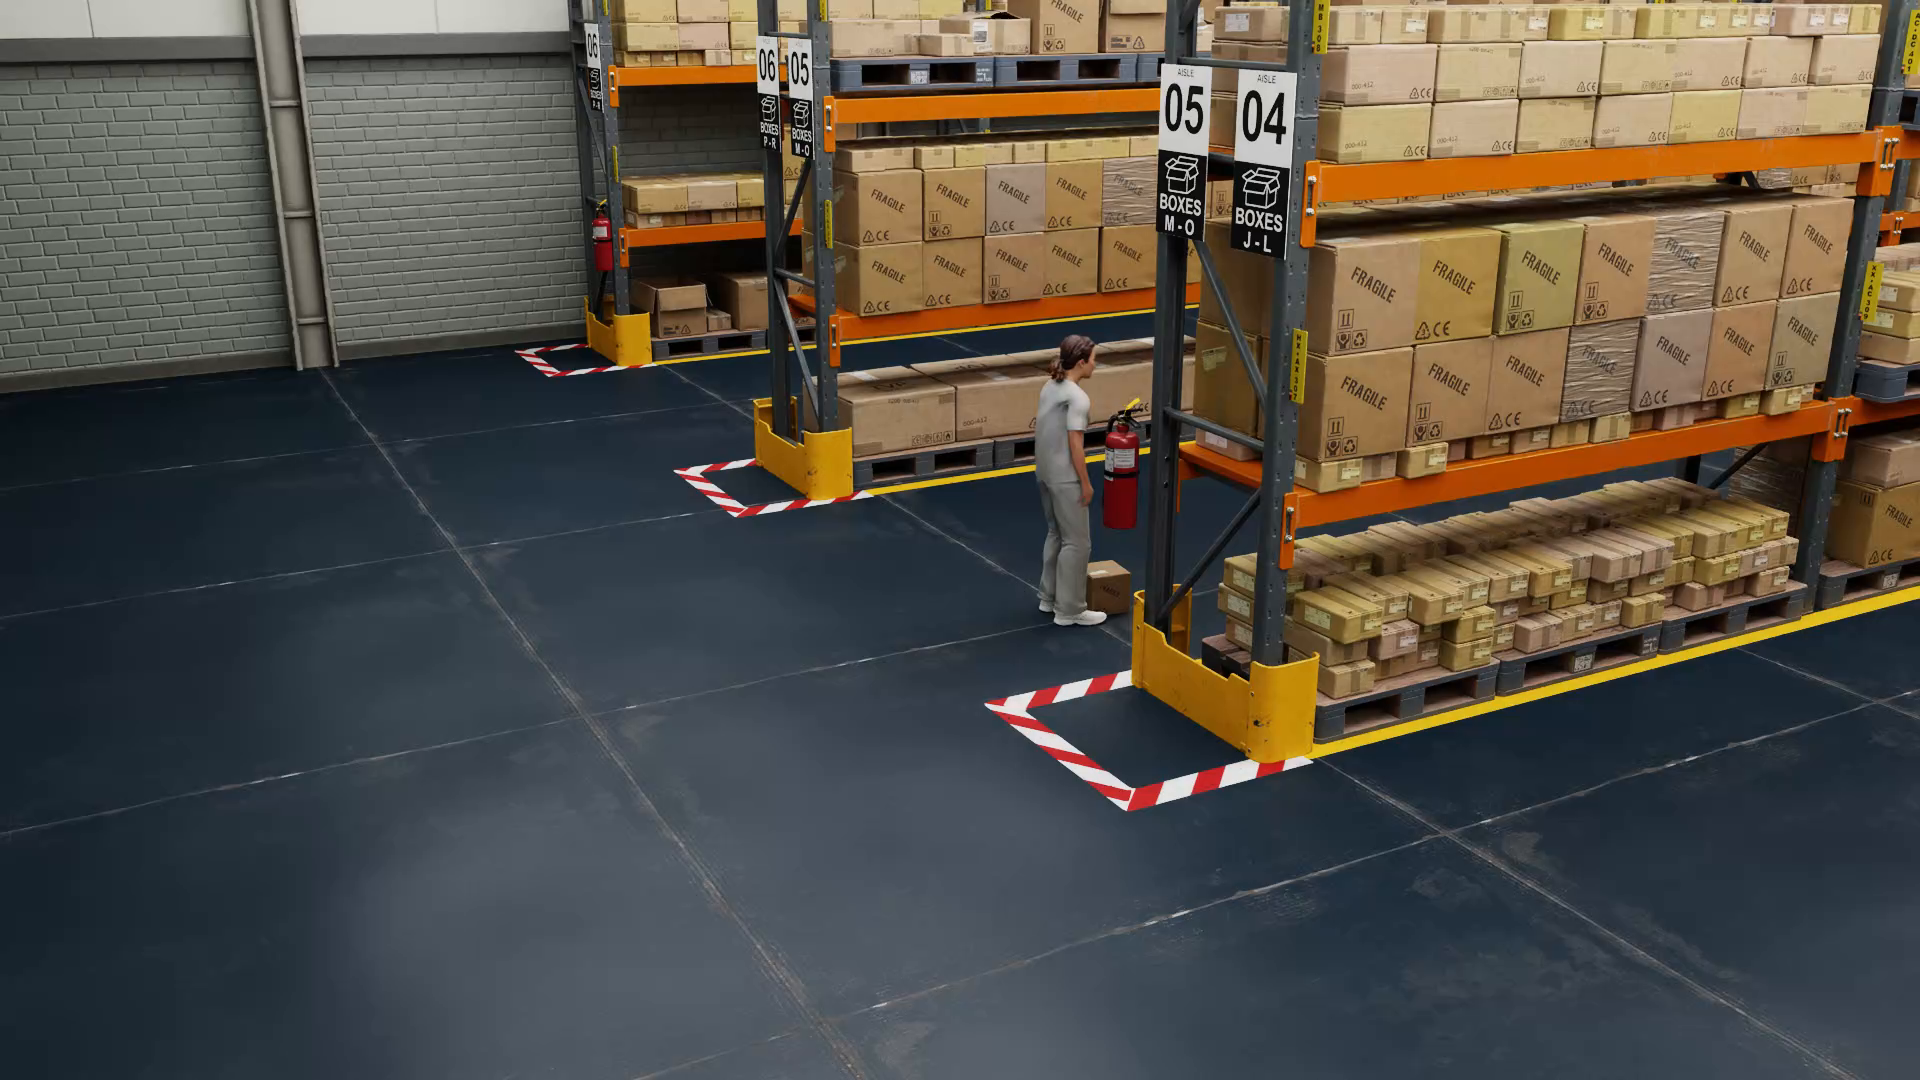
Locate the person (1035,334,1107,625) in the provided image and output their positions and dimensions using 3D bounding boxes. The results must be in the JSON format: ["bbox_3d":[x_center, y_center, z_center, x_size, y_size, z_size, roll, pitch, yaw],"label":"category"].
[{"bbox_3d":[0.622,-0.355,9.622,0.358,1.673,0.492,-7,20,-19],"label":"person"}]
